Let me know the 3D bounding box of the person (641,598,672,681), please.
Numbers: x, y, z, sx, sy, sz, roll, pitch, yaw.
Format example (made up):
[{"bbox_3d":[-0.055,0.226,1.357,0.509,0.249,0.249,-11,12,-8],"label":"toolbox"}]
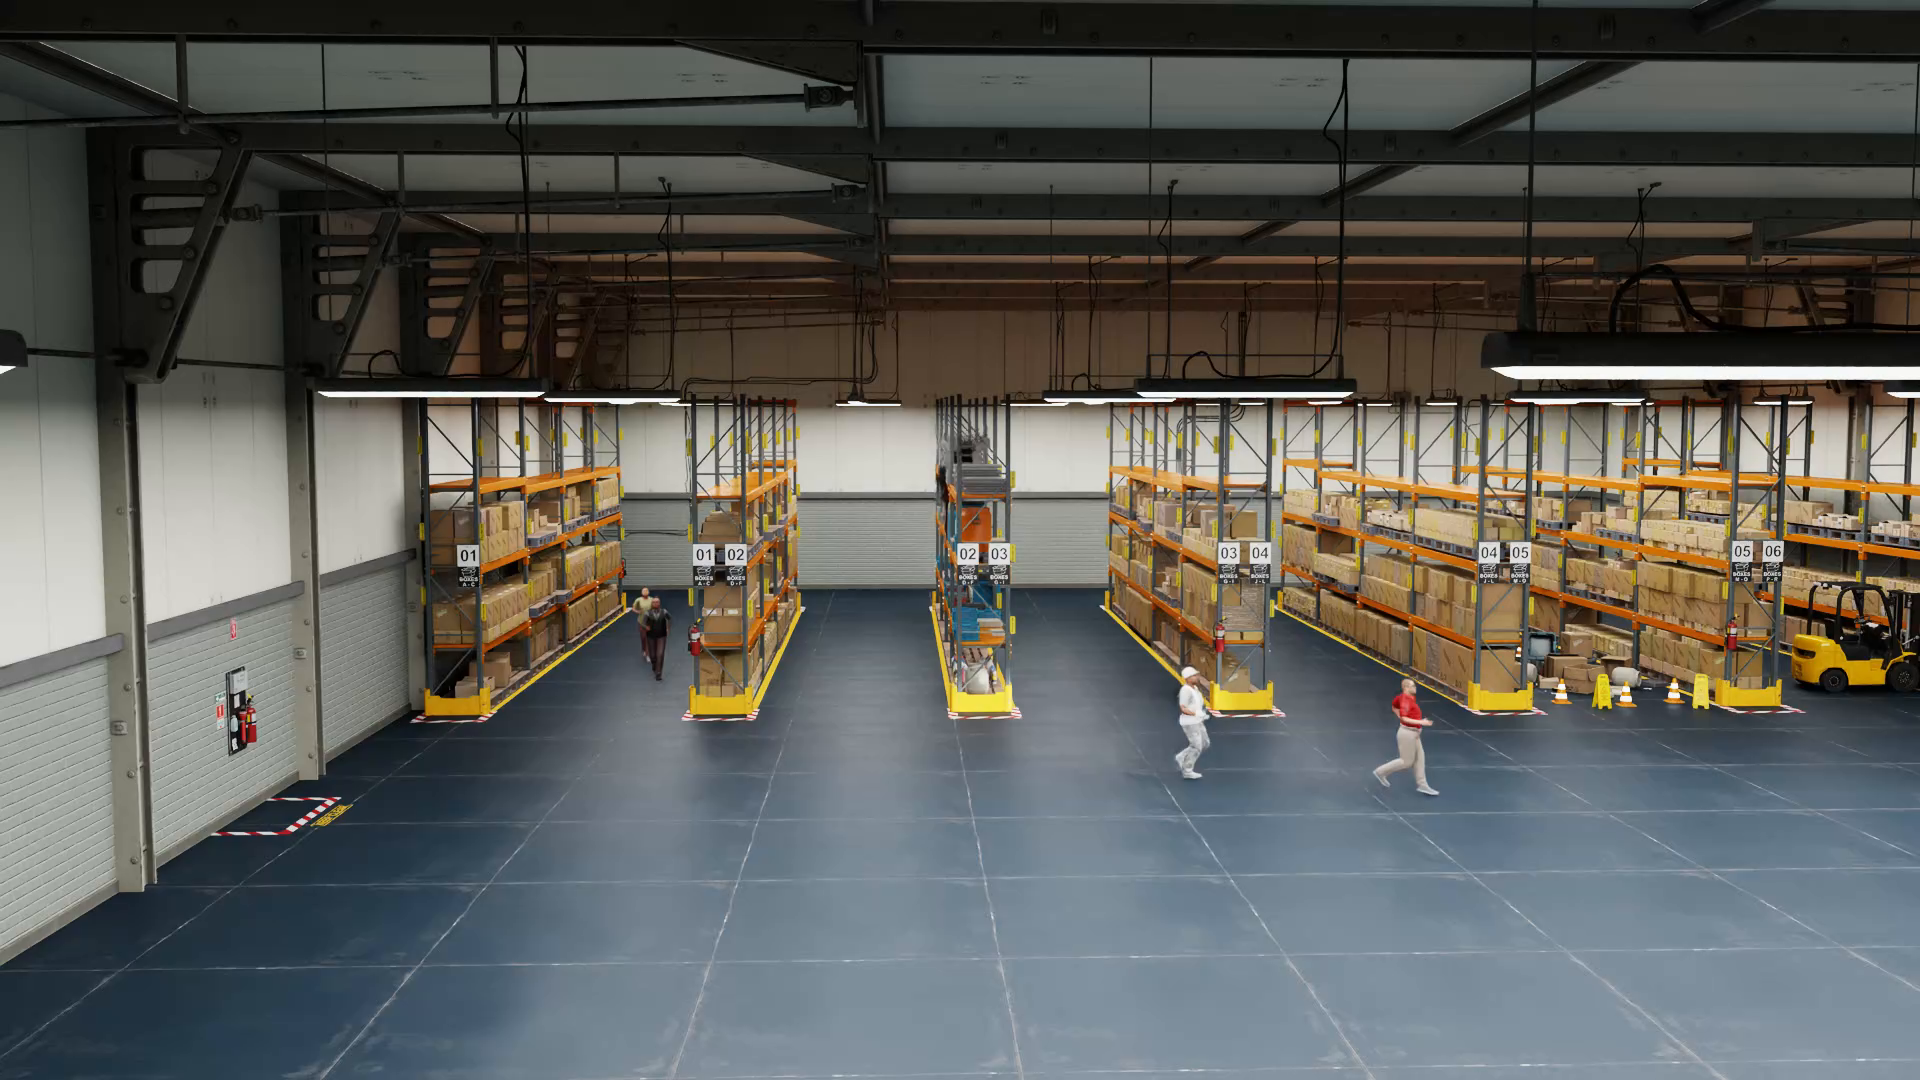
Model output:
[{"bbox_3d":[-6.436,2.084,35.290,0.661,1.717,0.936,-1,5,-9],"label":"person"}]

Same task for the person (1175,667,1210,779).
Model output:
[{"bbox_3d":[3.611,2.826,25.740,0.608,1.735,0.675,2,5,21],"label":"person"}]

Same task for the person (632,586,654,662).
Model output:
[{"bbox_3d":[-7.190,1.887,37.926,0.564,1.681,0.908,-1,5,-9],"label":"person"}]

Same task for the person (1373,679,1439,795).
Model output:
[{"bbox_3d":[6.635,2.921,24.684,0.954,1.721,0.664,1,5,17],"label":"person"}]
